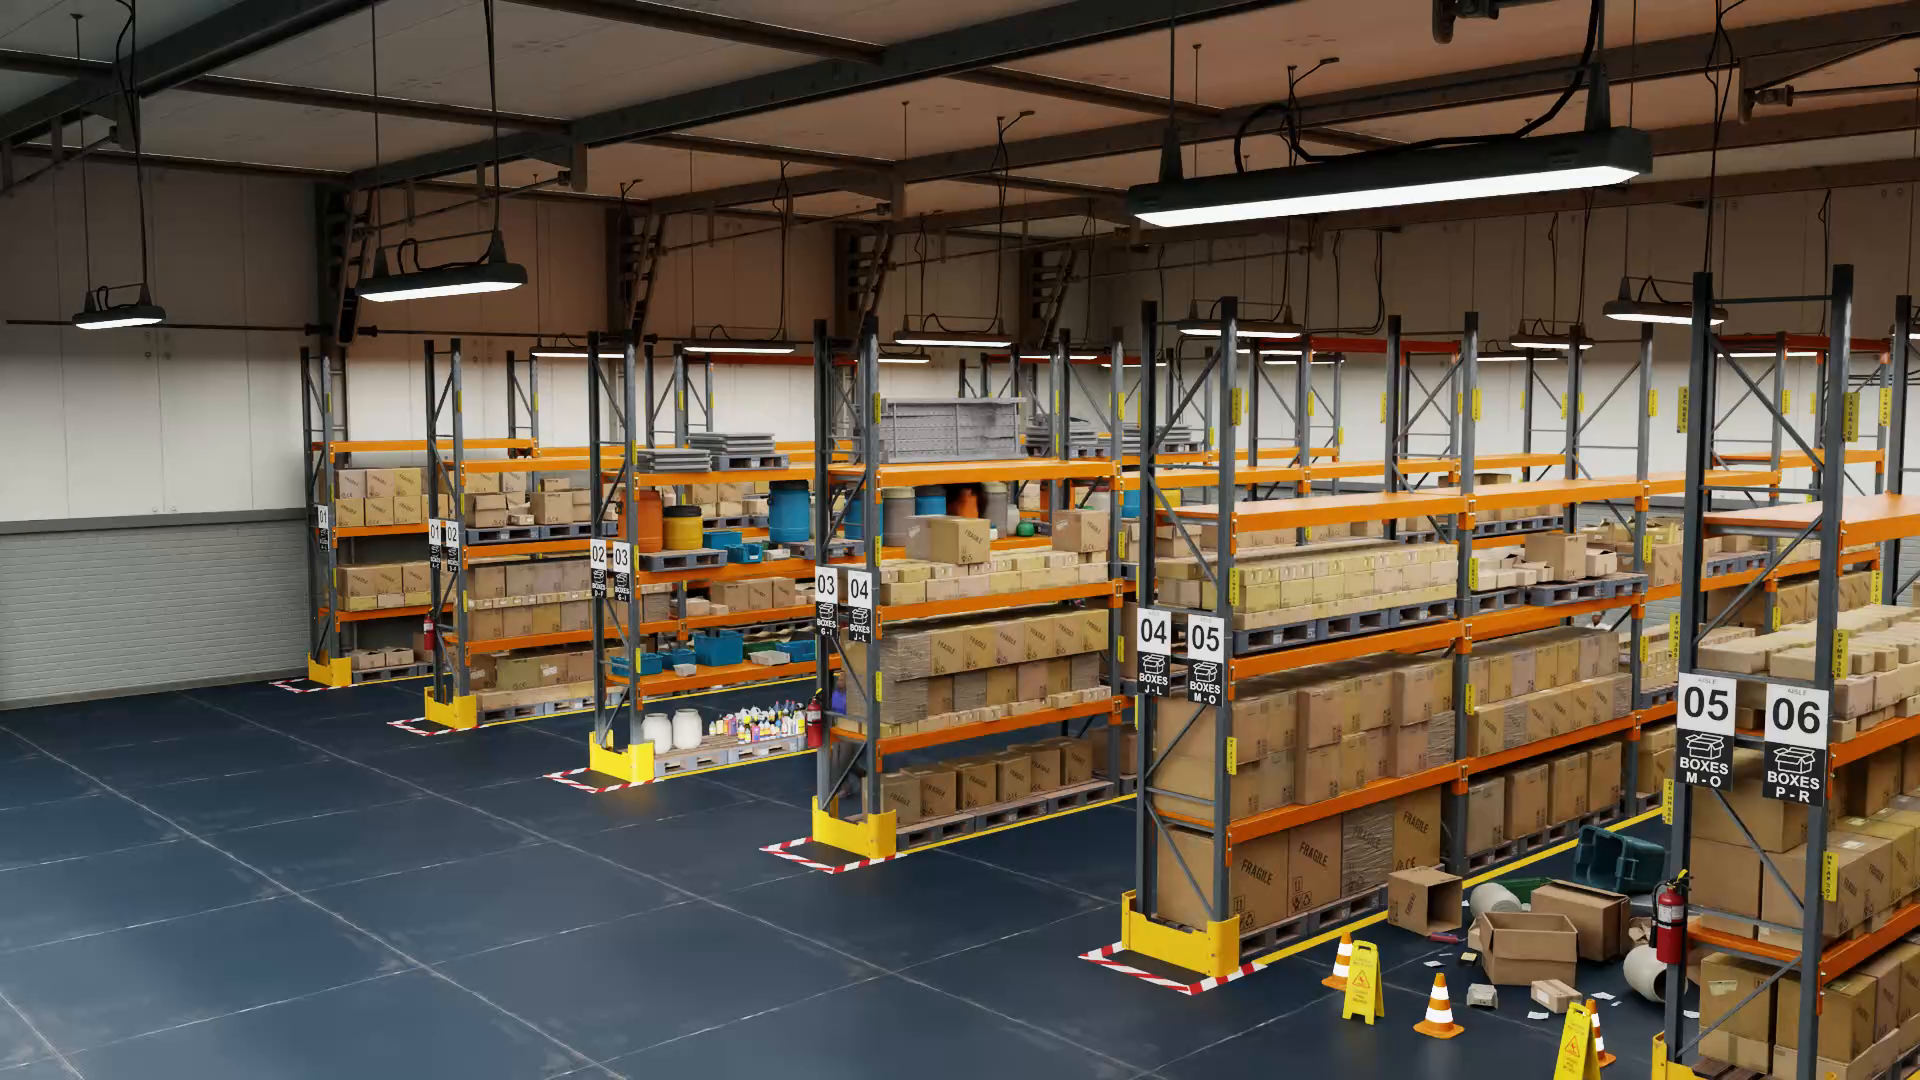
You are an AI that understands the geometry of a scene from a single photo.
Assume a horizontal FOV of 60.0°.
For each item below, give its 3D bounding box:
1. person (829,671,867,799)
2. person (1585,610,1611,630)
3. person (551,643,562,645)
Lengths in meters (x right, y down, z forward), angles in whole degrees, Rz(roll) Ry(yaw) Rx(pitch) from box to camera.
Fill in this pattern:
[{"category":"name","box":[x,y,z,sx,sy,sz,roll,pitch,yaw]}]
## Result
[{"category":"person","box":[-1.462,2.489,21.351,0.584,1.627,0.557,4,6,36]},{"category":"person","box":[10.484,1.935,27.363,0.591,1.686,0.666,5,7,43]},{"category":"person","box":[-7.096,1.697,29.255,0.712,1.773,1.037,5,7,43]}]
